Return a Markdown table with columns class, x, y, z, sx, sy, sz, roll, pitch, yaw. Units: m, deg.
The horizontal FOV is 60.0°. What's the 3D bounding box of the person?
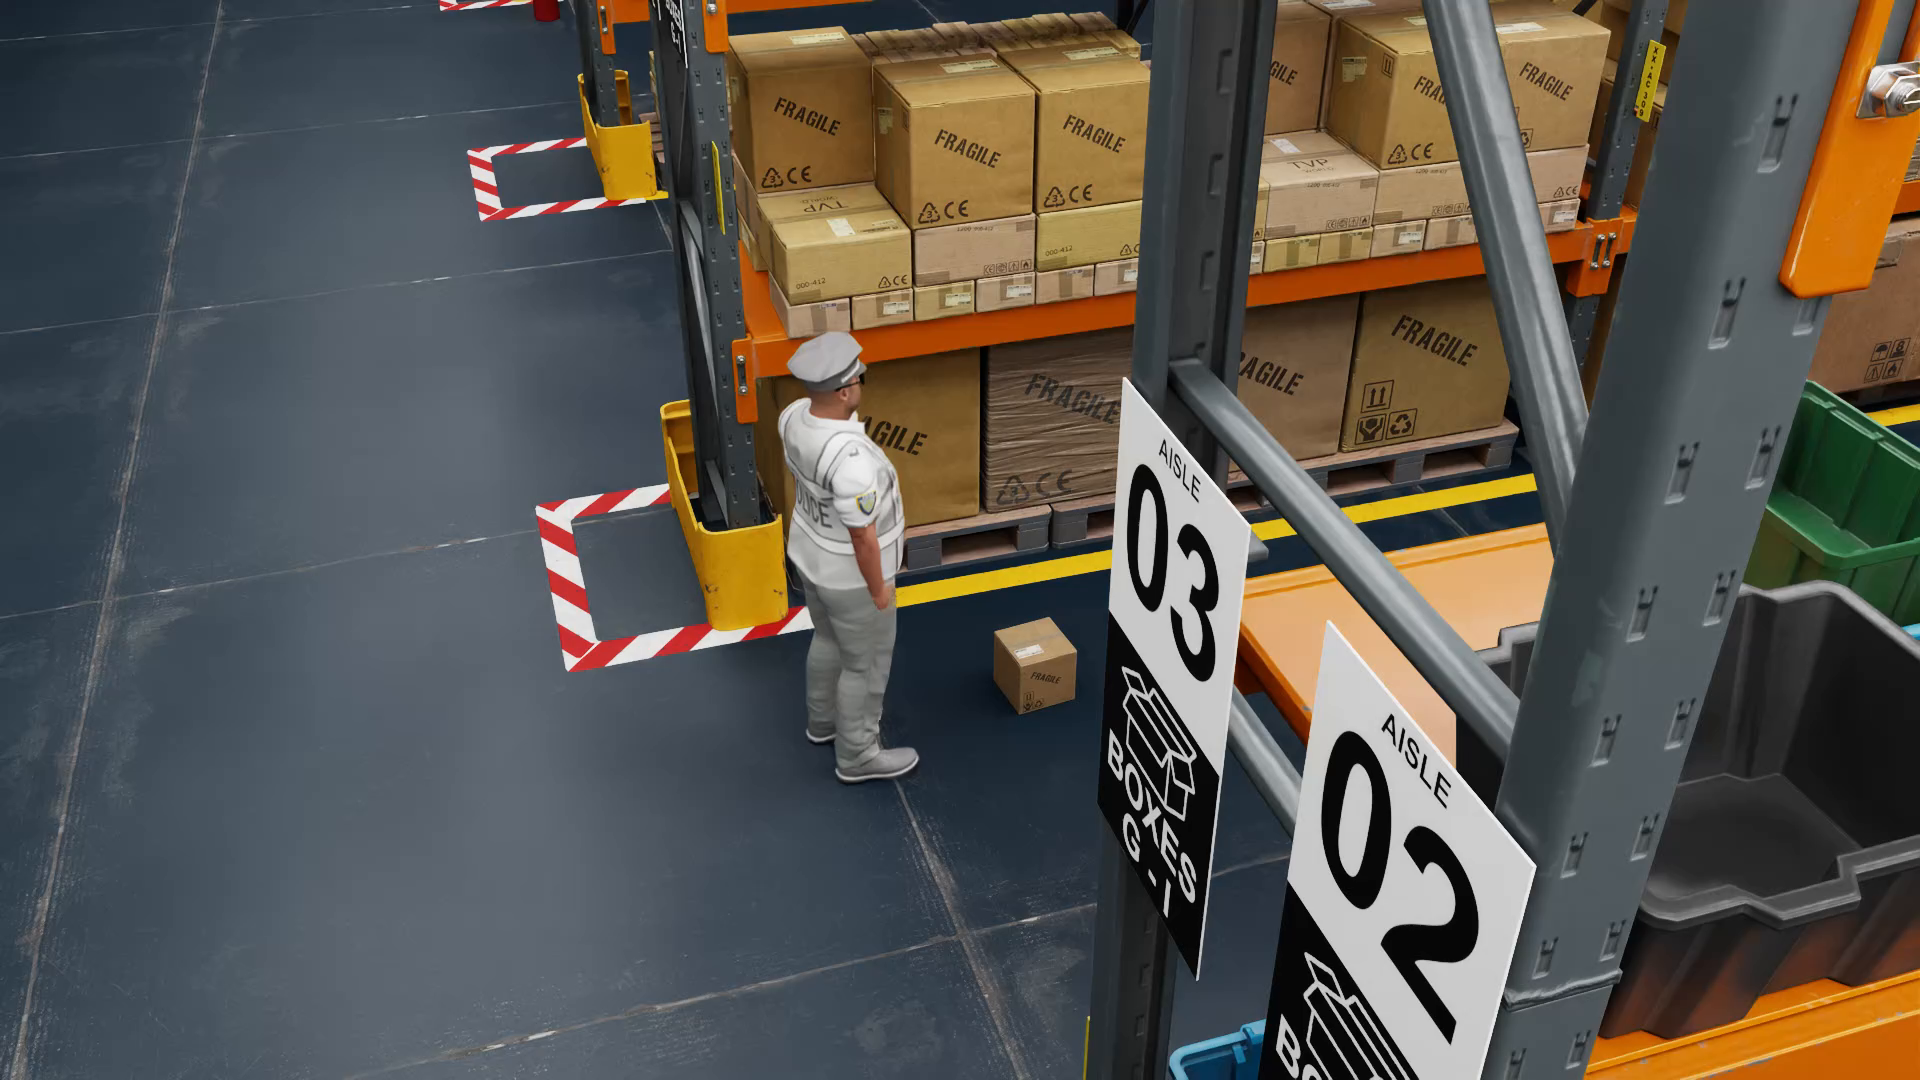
| class | x | y | z | sx | sy | sz | roll | pitch | yaw |
| --- | --- | --- | --- | --- | --- | --- | --- | --- | --- |
| person | -0.407 | 0.069 | 6.024 | 0.395 | 1.771 | 0.526 | -19 | 38 | -26 |
